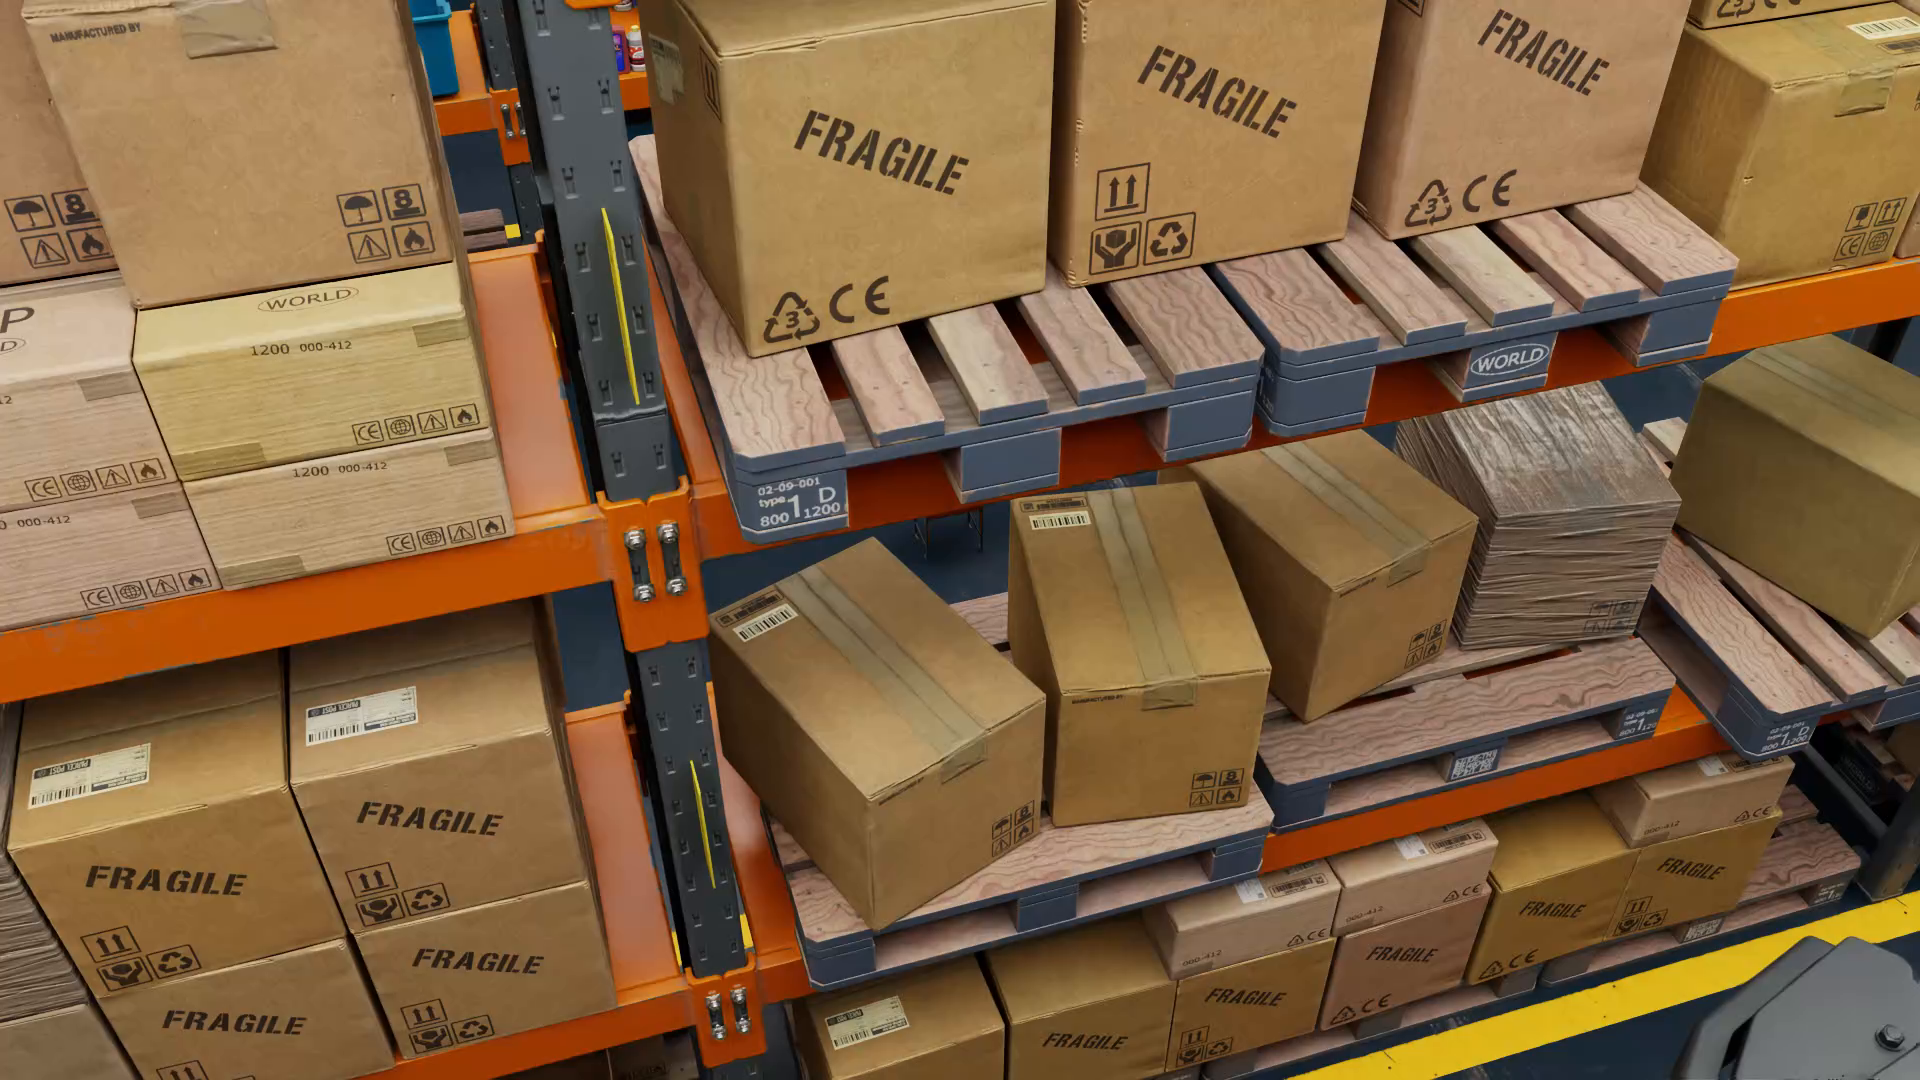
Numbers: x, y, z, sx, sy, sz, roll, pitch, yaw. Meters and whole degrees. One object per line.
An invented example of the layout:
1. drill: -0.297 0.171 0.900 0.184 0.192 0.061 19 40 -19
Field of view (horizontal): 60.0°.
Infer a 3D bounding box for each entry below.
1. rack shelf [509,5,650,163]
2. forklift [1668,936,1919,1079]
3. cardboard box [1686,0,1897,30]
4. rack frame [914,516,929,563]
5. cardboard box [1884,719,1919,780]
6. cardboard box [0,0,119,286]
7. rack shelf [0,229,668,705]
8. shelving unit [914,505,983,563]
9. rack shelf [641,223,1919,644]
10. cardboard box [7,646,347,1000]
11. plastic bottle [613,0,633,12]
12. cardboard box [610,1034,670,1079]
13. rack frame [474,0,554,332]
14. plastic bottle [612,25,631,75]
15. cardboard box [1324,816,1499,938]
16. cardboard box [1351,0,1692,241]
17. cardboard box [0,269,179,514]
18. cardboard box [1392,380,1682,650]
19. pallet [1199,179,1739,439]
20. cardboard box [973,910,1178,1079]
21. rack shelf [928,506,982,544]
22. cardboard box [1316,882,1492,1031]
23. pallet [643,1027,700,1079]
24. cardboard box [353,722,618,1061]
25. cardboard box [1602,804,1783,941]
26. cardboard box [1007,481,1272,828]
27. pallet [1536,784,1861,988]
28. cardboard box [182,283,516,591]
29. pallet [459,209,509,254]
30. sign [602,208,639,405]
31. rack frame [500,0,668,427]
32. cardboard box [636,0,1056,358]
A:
1. rack shelf: -0.305 -2.629 8.526 4.000 0.370 1.077 -12 42 -13
2. forklift: 1.582 2.069 2.654 3.031 2.935 1.130 23 46 24
3. cardboard box: 1.697 -1.446 3.509 0.500 0.500 0.500 -12 42 -13
4. rack frame: -0.167 -0.361 6.865 0.008 1.050 0.200 -12 42 -13
5. cardboard box: 3.675 0.772 5.857 0.500 0.250 0.500 -12 43 -13
6. cardboard box: -1.700 -0.809 2.780 0.500 0.500 0.700 -12 42 -13
7. rack shelf: -2.635 0.141 3.075 4.000 0.370 1.077 -12 42 -13
8. shelving unit: -0.051 -0.385 6.893 0.252 1.050 0.215 -12 42 -13
9. rack shelf: 1.180 -0.649 3.980 4.000 0.370 1.077 -12 42 -13
10. cardboard box: -1.620 0.556 3.498 0.500 0.500 0.500 -12 43 -14
11. plastic bottle: -1.685 -2.739 8.256 0.097 0.201 0.097 0 41 0
12. cardboard box: -1.193 1.399 5.078 0.500 0.311 0.500 -12 42 -13
13. rack frame: -2.212 -2.504 7.837 0.127 3.000 1.000 -12 42 -13
14. plastic bottle: -1.607 -2.291 7.682 0.133 0.283 0.061 -12 42 -13
15. cardboard box: 1.239 0.858 4.983 0.500 0.250 0.500 -12 43 -14
16. cardboard box: 1.046 -1.077 3.452 0.600 0.600 0.600 -13 43 -15
17. cardboard box: -1.588 -0.293 2.760 0.500 0.250 0.500 -12 42 -13
18. cardboard box: 1.591 -0.125 4.718 0.500 0.500 0.700 -4 41 -5
19. pallet: 0.904 -0.746 3.687 1.003 0.211 1.213 -12 42 -13
20. cardboard box: 0.312 1.325 5.018 0.500 0.500 0.500 -11 42 -12
21. rack shelf: -0.051 -0.168 7.082 0.240 0.259 0.215 -12 42 -13
22. cardboard box: 1.273 1.132 5.240 0.500 0.500 0.500 -13 43 -15
23. pallet: -1.383 1.790 5.041 1.213 0.211 1.003 -12 42 -13
24. cardboard box: -1.128 0.827 3.947 0.500 0.500 0.500 -11 42 -12
25. cardboard box: 2.266 0.922 5.480 0.500 0.500 0.500 -10 42 -11
26. cardboard box: 0.428 0.280 4.254 0.500 0.500 0.700 -5 41 -6
27. pallet: 2.364 0.988 5.958 1.213 0.211 1.003 -12 42 -13
28. cardboard box: -1.112 -0.205 3.039 0.500 0.250 0.500 -12 42 -13
29. pallet: -2.902 -1.285 8.560 1.213 0.211 1.003 -12 42 -13
30. sign: -0.558 -0.380 2.733 0.005 0.325 0.100 -12 42 -13
31. rack frame: -0.728 -1.654 2.304 0.127 3.000 1.000 -12 42 -13
32. cardboard box: -0.225 -0.812 3.148 0.600 0.600 0.600 -16 43 -17
